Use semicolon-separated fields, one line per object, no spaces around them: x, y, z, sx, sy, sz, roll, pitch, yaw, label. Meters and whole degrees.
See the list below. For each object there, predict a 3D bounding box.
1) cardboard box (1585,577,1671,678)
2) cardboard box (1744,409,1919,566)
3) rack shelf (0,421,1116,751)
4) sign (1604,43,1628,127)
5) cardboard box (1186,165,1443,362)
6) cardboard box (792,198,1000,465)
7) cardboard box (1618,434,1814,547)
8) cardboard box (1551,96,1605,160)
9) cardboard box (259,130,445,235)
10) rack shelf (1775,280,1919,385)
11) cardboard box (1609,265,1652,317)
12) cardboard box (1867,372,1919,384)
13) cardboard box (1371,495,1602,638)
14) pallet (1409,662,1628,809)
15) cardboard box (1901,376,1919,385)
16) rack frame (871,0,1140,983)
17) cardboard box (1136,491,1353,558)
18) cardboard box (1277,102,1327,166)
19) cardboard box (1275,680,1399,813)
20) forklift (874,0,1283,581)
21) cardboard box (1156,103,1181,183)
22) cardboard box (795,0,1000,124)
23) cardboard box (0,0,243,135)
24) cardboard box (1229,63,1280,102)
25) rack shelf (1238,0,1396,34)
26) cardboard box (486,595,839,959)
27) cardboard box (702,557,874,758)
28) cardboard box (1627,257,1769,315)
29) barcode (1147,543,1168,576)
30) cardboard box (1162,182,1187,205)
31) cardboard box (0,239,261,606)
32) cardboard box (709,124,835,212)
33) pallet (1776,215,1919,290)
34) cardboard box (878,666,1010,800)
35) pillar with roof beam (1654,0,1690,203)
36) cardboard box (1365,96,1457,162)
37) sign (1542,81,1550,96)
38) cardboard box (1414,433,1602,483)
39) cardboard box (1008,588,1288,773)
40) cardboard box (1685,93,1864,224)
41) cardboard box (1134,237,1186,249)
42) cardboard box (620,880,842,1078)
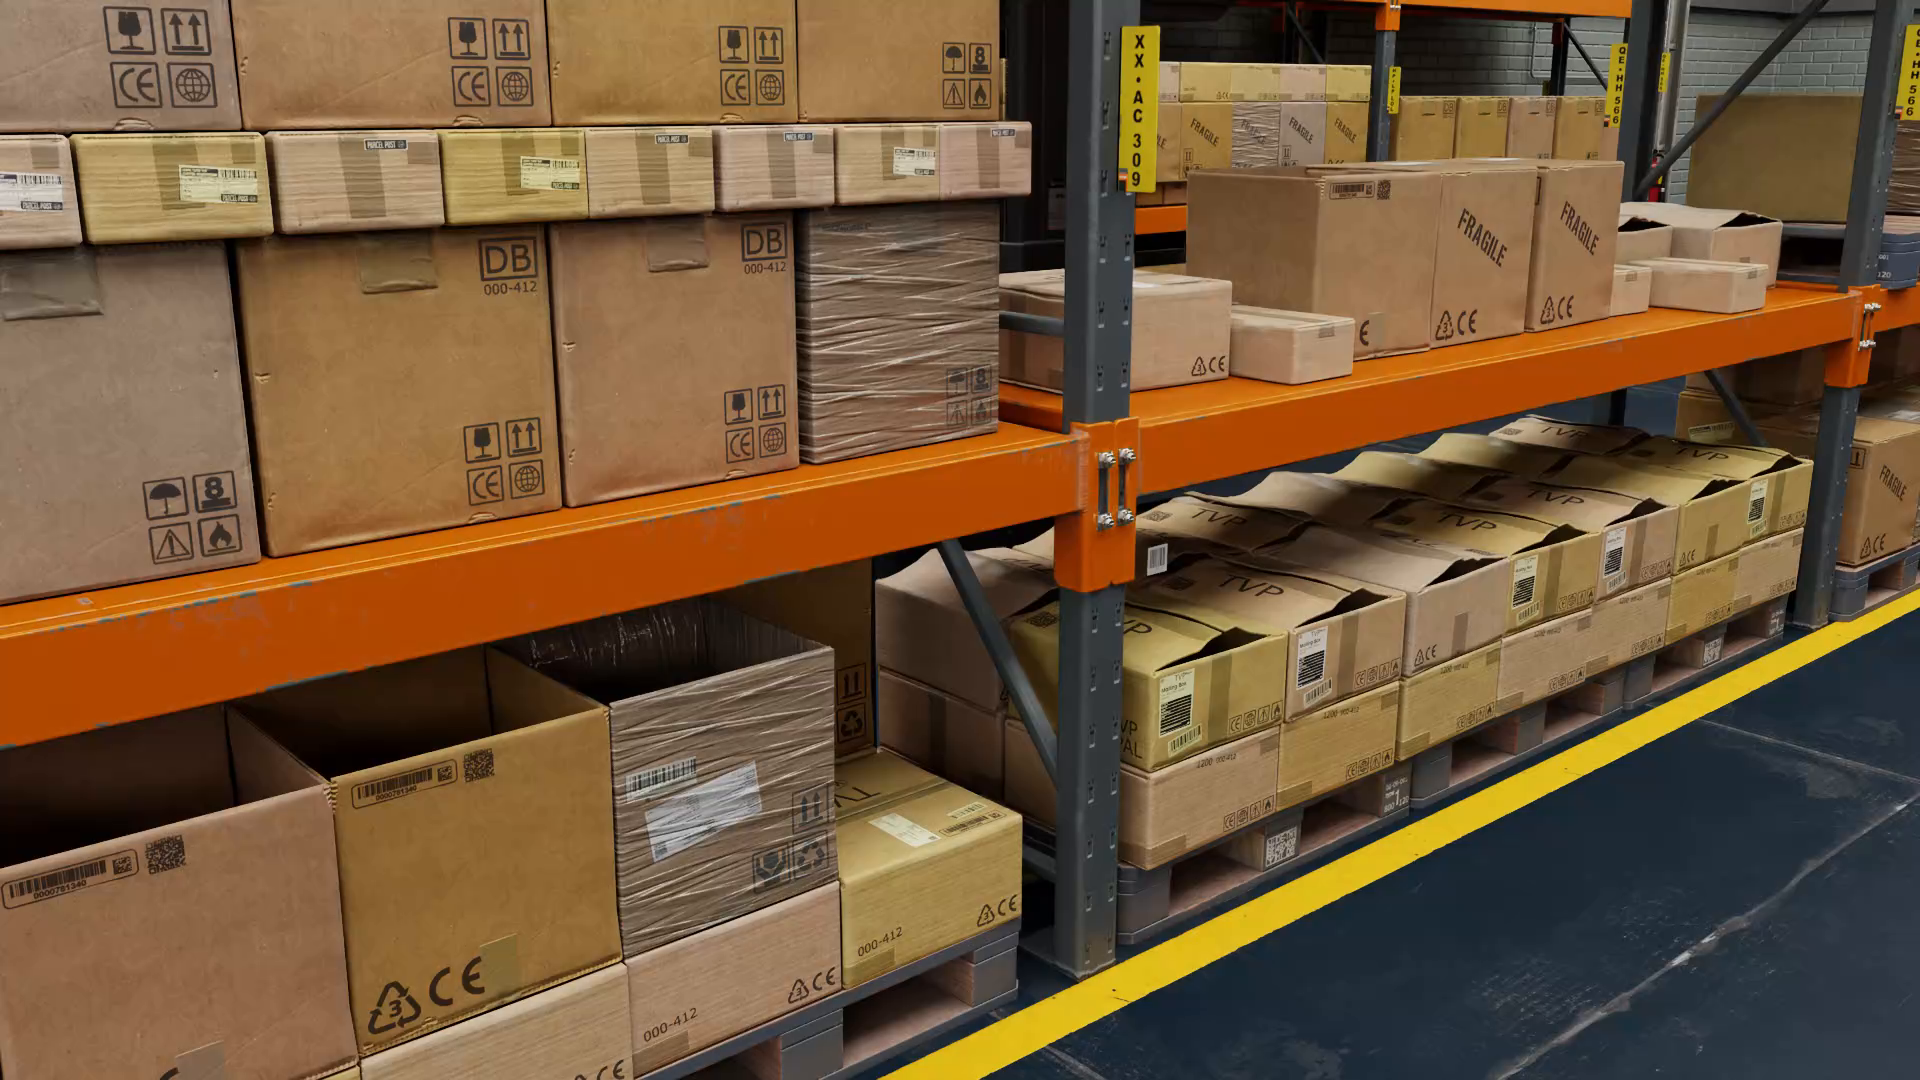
2.010;0.234;5.577;0.500;0.250;0.500;-12;19;-38;cardboard box
3.545;-0.227;6.780;0.500;0.500;0.500;-12;19;-37;cardboard box
-1.512;0.163;2.722;4.000;0.370;1.077;-13;19;-39;rack shelf
2.651;-1.826;6.684;0.005;0.325;0.100;-13;19;-39;sign
0.984;-0.788;4.694;0.500;0.500;0.500;-11;18;-35;cardboard box
-0.334;-0.495;3.598;0.500;0.500;0.700;-13;20;-41;cardboard box
2.781;-0.210;6.151;0.500;0.311;0.500;-12;19;-38;cardboard box
4.875;-3.451;14.277;0.700;0.700;0.980;-13;20;-40;cardboard box
-1.026;-0.583;2.668;0.250;0.149;0.380;-12;19;-38;cardboard box
4.523;-1.192;7.795;4.000;0.370;1.077;-13;19;-39;rack shelf
2.089;-0.853;5.617;0.250;0.149;0.380;-11;18;-35;cardboard box
4.348;-0.588;8.129;0.500;0.500;0.500;-14;20;-41;cardboard box
1.631;0.049;5.182;0.500;0.311;0.500;-12;19;-38;cardboard box
1.448;0.484;5.531;1.213;0.211;1.003;-13;19;-39;pallet
4.709;-0.491;7.766;0.500;0.500;0.500;-14;20;-41;cardboard box
-0.003;-0.523;3.897;0.127;3.000;1.000;-13;19;-39;rack frame
0.881;0.033;5.241;0.500;0.311;0.500;-13;20;-40;cardboard box
2.216;-2.829;11.718;0.500;0.500;0.500;-12;19;-39;cardboard box
0.850;0.496;4.596;0.500;0.250;0.500;-12;19;-38;cardboard box
0.552;-1.512;7.731;3.031;2.935;1.130;-11;19;-37;forklift
1.071;-2.570;10.749;0.500;0.500;0.500;-13;20;-40;cardboard box
-0.334;-1.122;3.431;0.500;0.500;0.700;-13;19;-39;cardboard box
-1.469;-0.867;2.476;0.500;0.500;0.700;-13;19;-39;cardboard box
1.816;-3.106;11.305;0.500;0.250;0.500;-12;19;-38;cardboard box
1.269;-3.605;11.016;4.000;0.370;1.077;-13;19;-39;rack shelf
-0.594;0.443;3.339;0.500;0.500;0.500;-13;19;-39;cardboard box
-0.558;0.257;4.035;0.500;0.500;0.500;-13;19;-39;cardboard box
2.517;-0.874;5.695;0.250;0.149;0.380;-13;19;-39;cardboard box
0.463;0.046;3.898;0.075;0.075;0.001;-13;19;-39;barcode
1.310;-2.326;11.093;0.250;0.149;0.380;-13;19;-39;cardboard box
-1.494;-0.234;2.618;0.500;0.500;0.700;-12;19;-38;cardboard box
-0.451;-0.711;3.149;0.250;0.149;0.380;-13;20;-41;cardboard box
3.480;-1.237;6.940;1.003;0.211;1.213;-13;19;-39;pallet
0.120;0.475;4.672;0.500;0.250;0.500;-13;20;-40;cardboard box
10.090;-6.206;13.547;0.400;9.000;9.100;-13;19;-39;pillar with roof beam
3.197;-3.076;12.872;0.700;0.700;0.980;-12;19;-39;cardboard box
5.435;-4.086;15.402;0.005;0.325;0.100;-13;19;-39;sign
2.036;-0.224;6.205;0.500;0.311;0.500;-13;20;-41;cardboard box
0.472;0.310;4.206;0.500;0.311;0.500;-13;19;-39;cardboard box
3.416;-1.581;6.849;0.700;0.500;0.500;8;17;28;cardboard box
1.704;-1.720;11.729;0.750;0.750;0.750;-12;19;-38;cardboard box
-0.593;0.806;3.435;0.500;0.250;0.500;-13;19;-39;cardboard box
